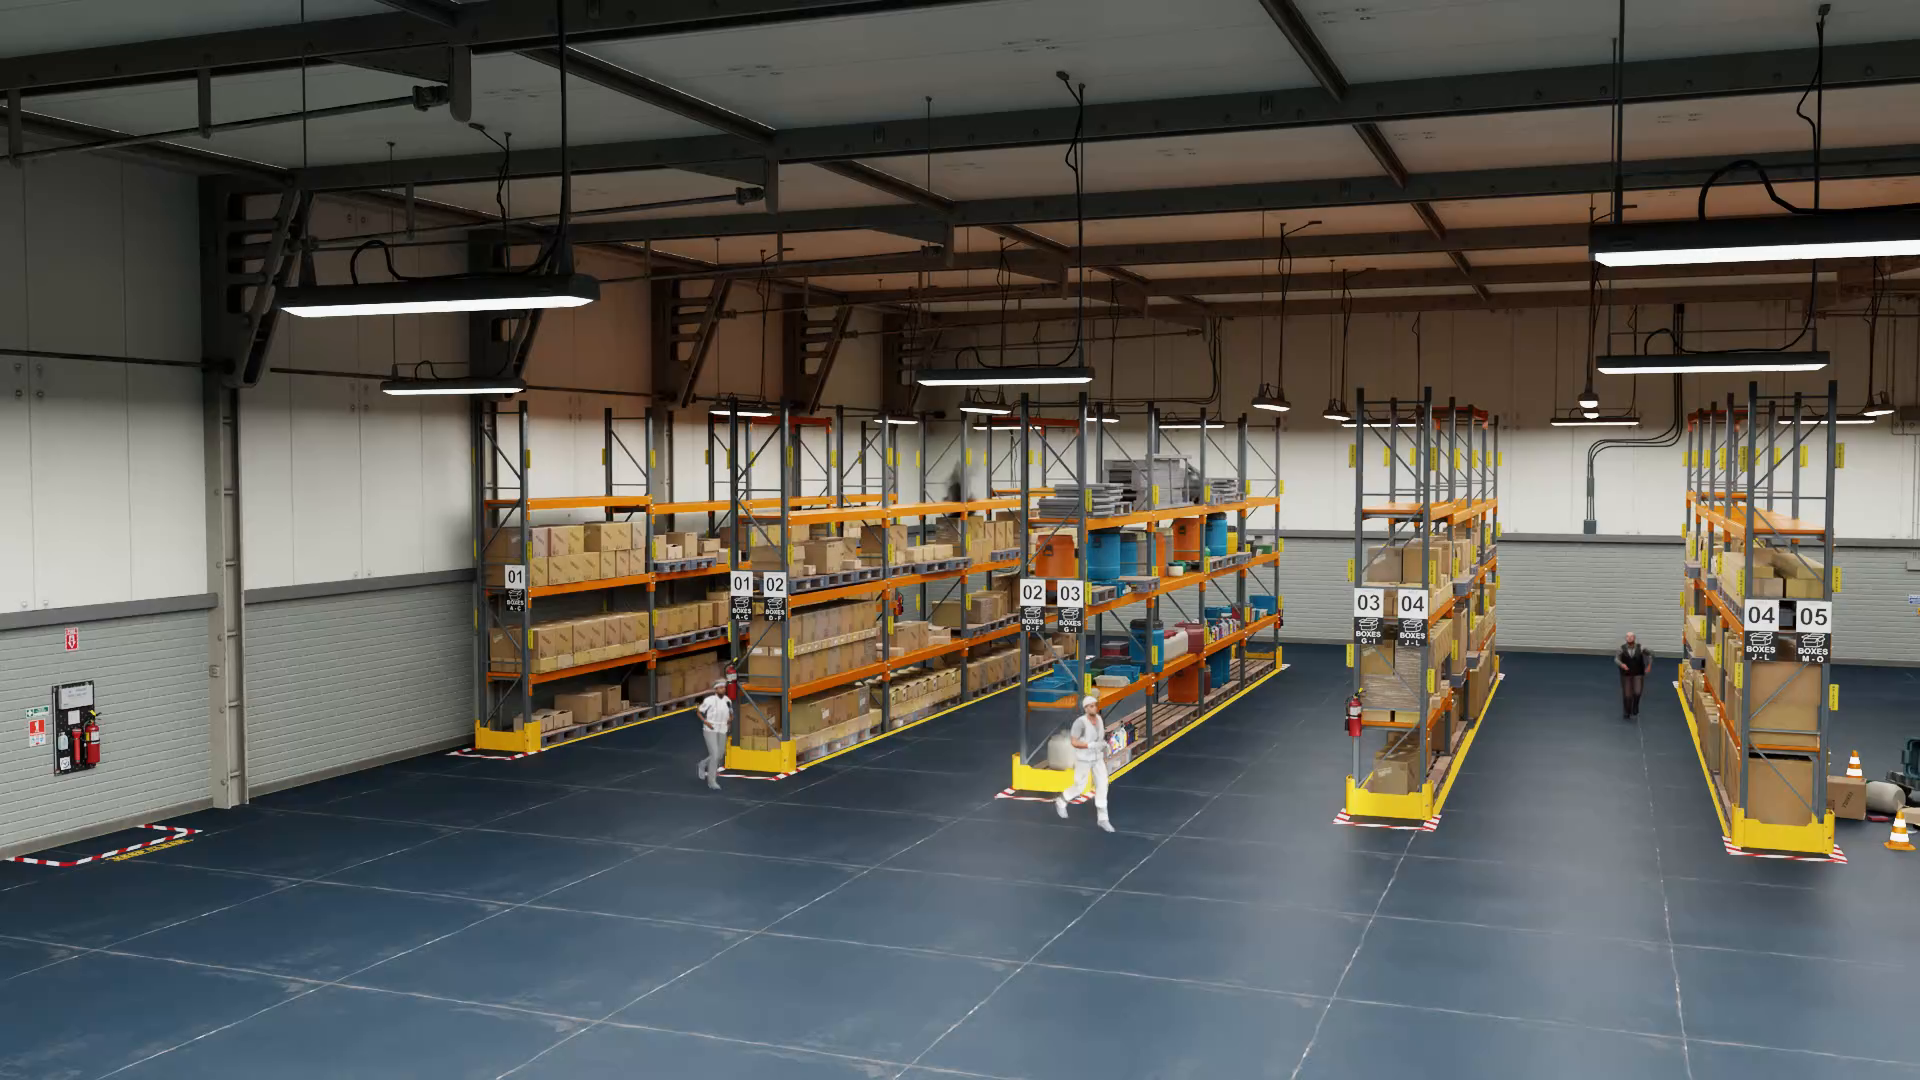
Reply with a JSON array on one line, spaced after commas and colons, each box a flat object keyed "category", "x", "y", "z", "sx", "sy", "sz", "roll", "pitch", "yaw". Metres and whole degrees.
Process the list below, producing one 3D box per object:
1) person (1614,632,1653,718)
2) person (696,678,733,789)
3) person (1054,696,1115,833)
[{"category": "person", "x": 12.897, "y": 2.601, "z": 31.872, "sx": 0.678, "sy": 1.675, "sz": 0.756, "roll": 1, "pitch": 3, "yaw": 25}, {"category": "person", "x": -3.764, "y": 2.950, "z": 25.568, "sx": 0.618, "sy": 1.668, "sz": 0.687, "roll": -2, "pitch": 3, "yaw": -37}, {"category": "person", "x": 1.730, "y": 3.001, "z": 22.582, "sx": 0.672, "sy": 1.799, "sz": 1.003, "roll": -2, "pitch": 3, "yaw": -35}]
